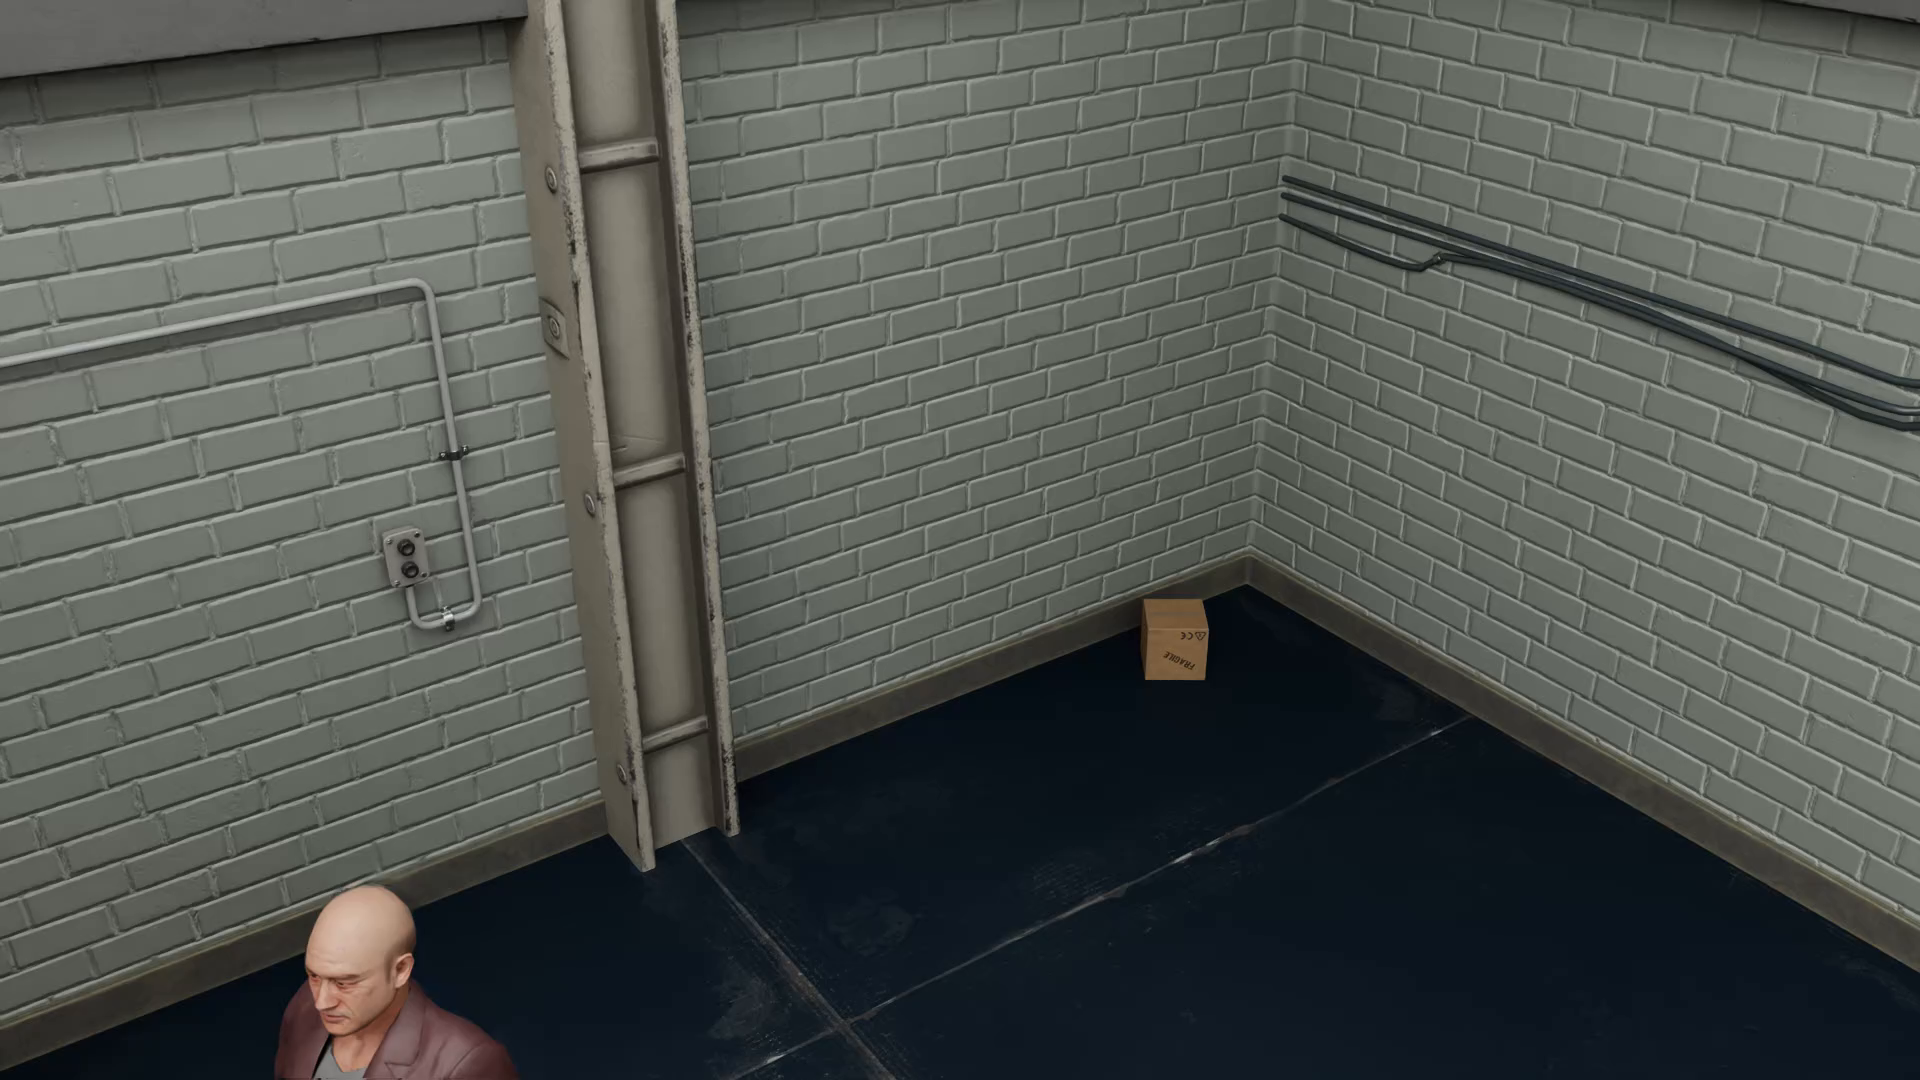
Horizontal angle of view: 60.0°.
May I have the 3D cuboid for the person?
[{"bbox_3d":[-1.180,1.500,3.346,0.574,1.796,0.874,17,33,28],"label":"person"}]
